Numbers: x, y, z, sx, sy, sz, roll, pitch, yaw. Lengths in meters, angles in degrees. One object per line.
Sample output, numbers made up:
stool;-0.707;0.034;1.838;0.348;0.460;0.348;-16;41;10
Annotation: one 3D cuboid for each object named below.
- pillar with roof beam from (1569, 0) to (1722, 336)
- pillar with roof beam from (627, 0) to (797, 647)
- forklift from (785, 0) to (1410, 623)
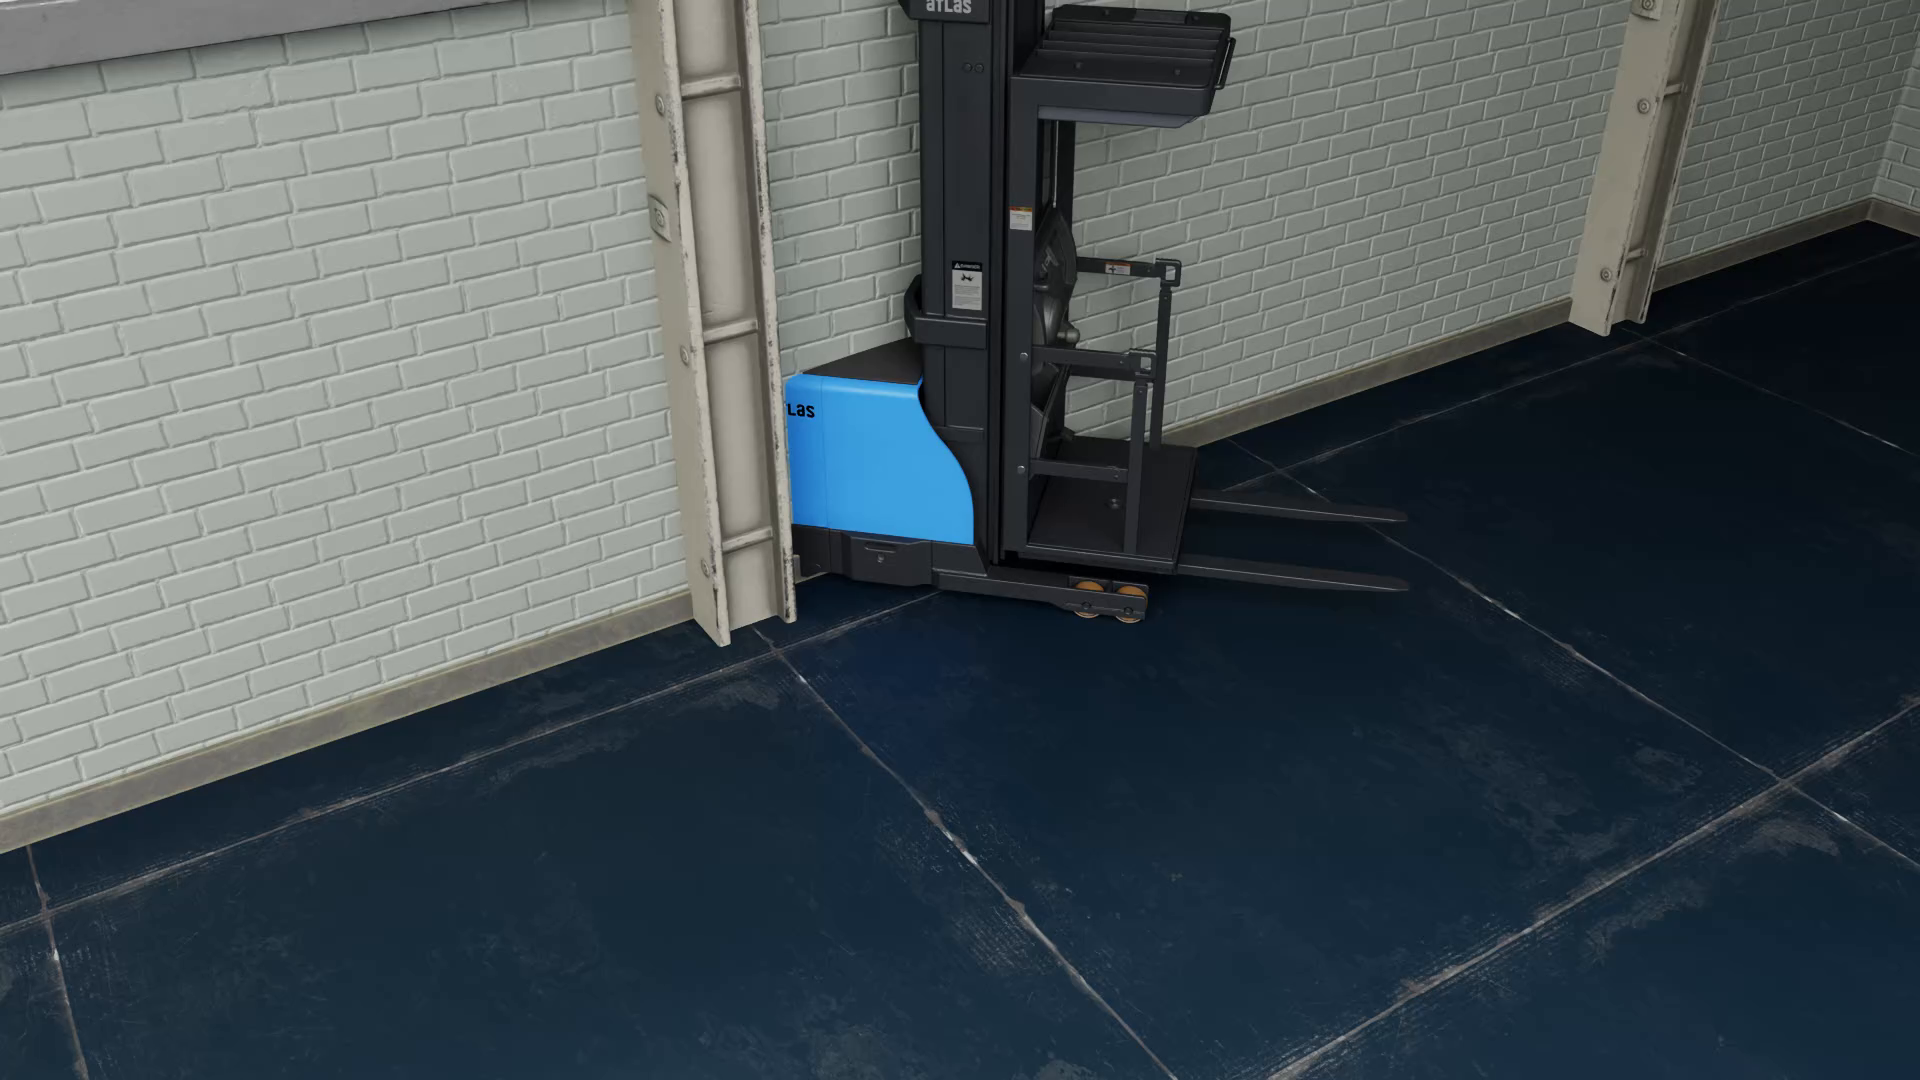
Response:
pillar with roof beam;6.378;-3.254;4.973;0.400;9.000;9.100;-19;37;-27
pillar with roof beam;1.335;-1.519;2.224;0.400;9.000;9.100;-19;37;-27
forklift;0.610;-1.170;7.357;3.031;2.935;1.130;7;33;10
